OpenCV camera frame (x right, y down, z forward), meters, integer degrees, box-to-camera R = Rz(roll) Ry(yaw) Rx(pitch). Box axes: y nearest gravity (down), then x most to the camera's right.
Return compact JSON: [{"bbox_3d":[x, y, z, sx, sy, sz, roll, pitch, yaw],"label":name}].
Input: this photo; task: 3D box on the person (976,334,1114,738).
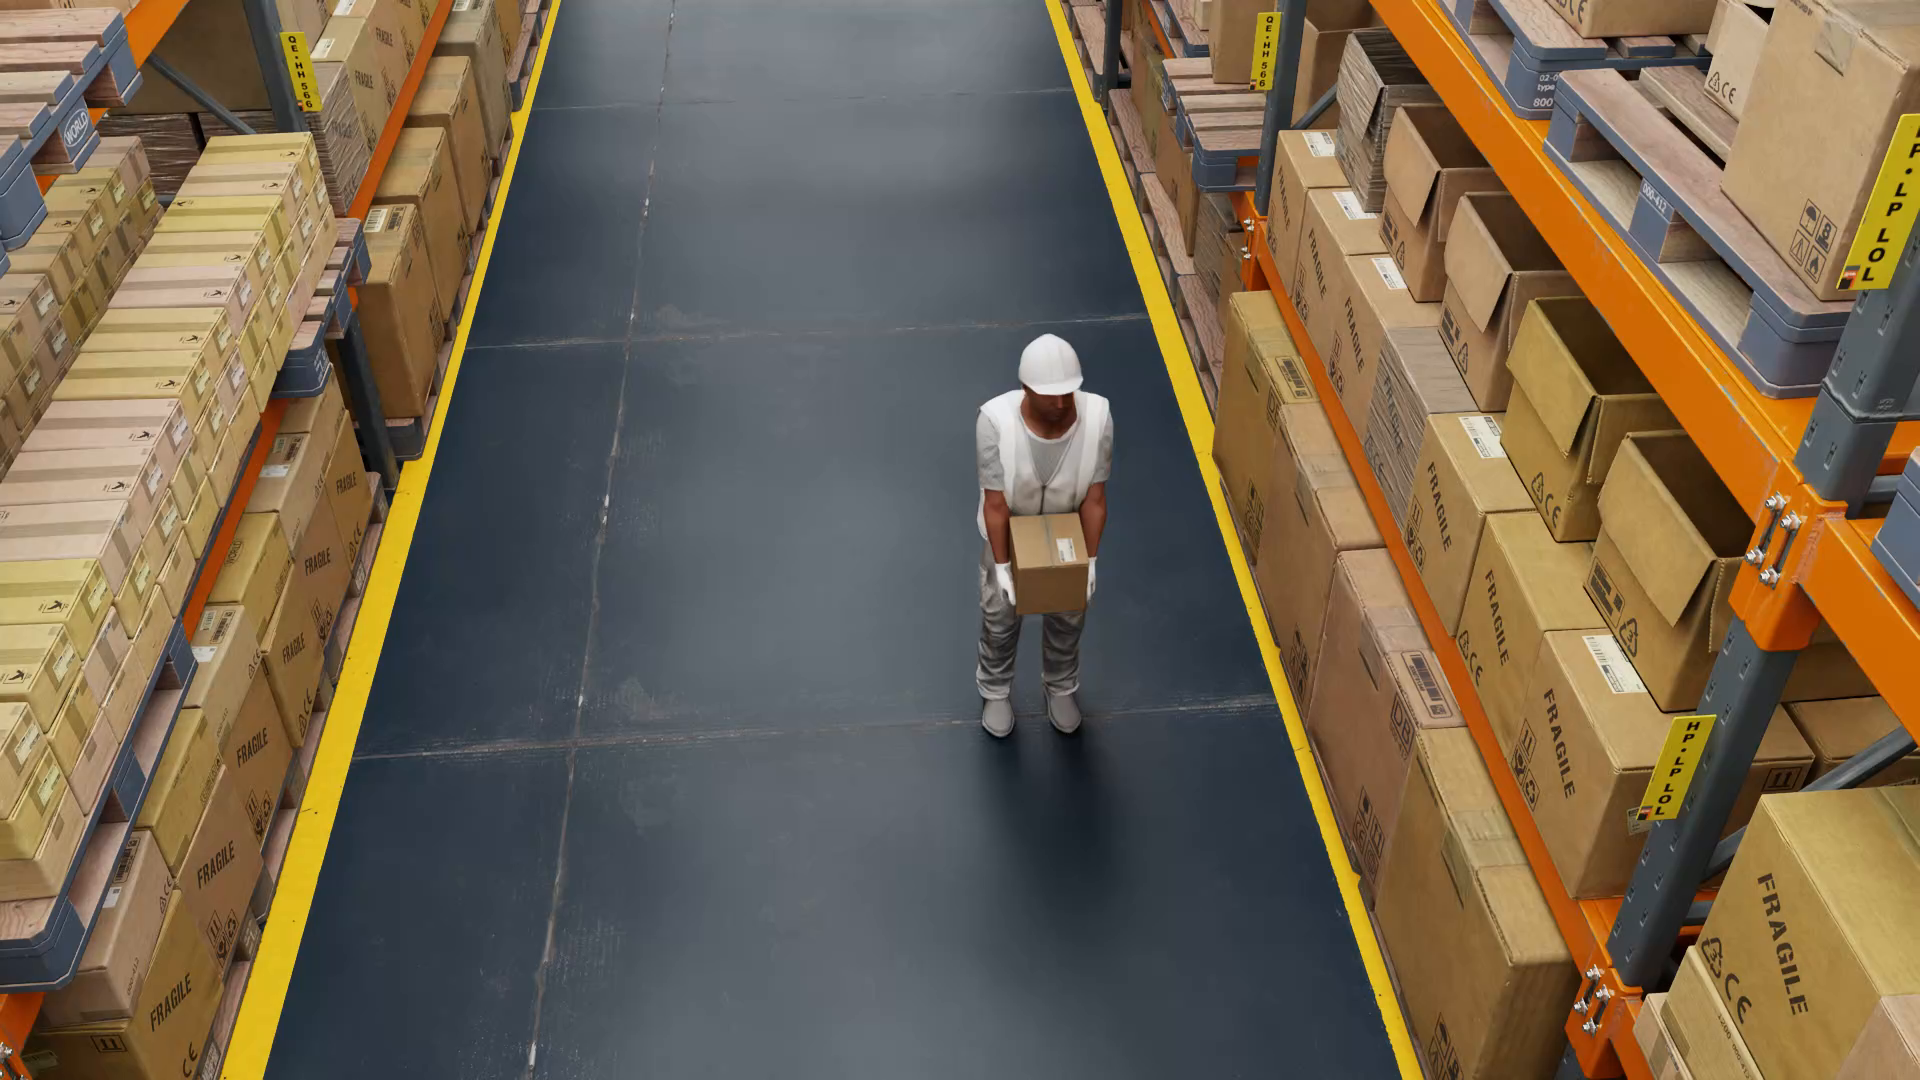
[{"bbox_3d":[0.306,0.038,6.095,0.491,1.775,0.592,-4,39,-5],"label":"person"}]
